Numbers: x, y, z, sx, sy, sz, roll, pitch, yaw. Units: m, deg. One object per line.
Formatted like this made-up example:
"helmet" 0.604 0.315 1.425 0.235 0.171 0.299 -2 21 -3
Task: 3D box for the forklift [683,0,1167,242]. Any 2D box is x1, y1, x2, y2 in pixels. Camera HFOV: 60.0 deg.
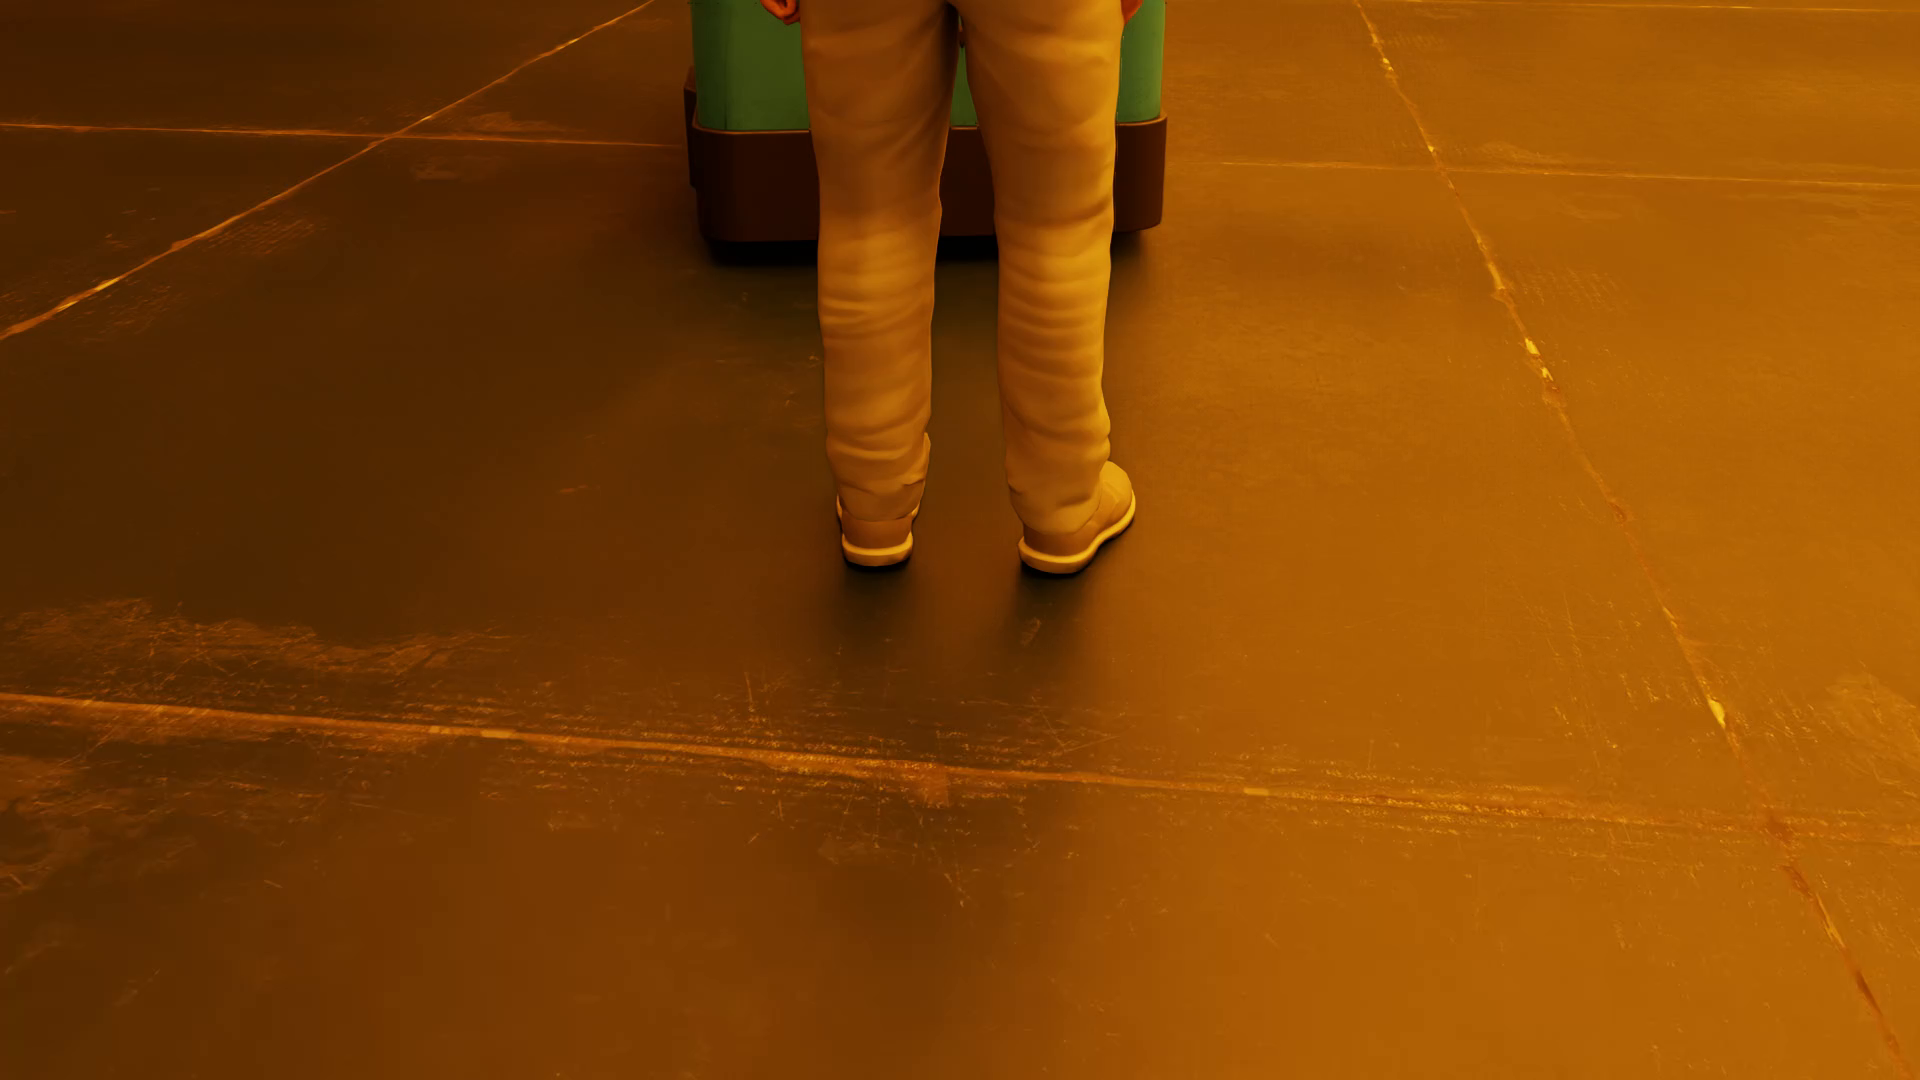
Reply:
"forklift" -0.195 -2.590 4.409 1.130 2.935 3.031 -2 27 -5

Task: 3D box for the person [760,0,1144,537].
"person" -49569.503 -2946.851 5906.995 100014.149 2.668 24.954 3 27 7
